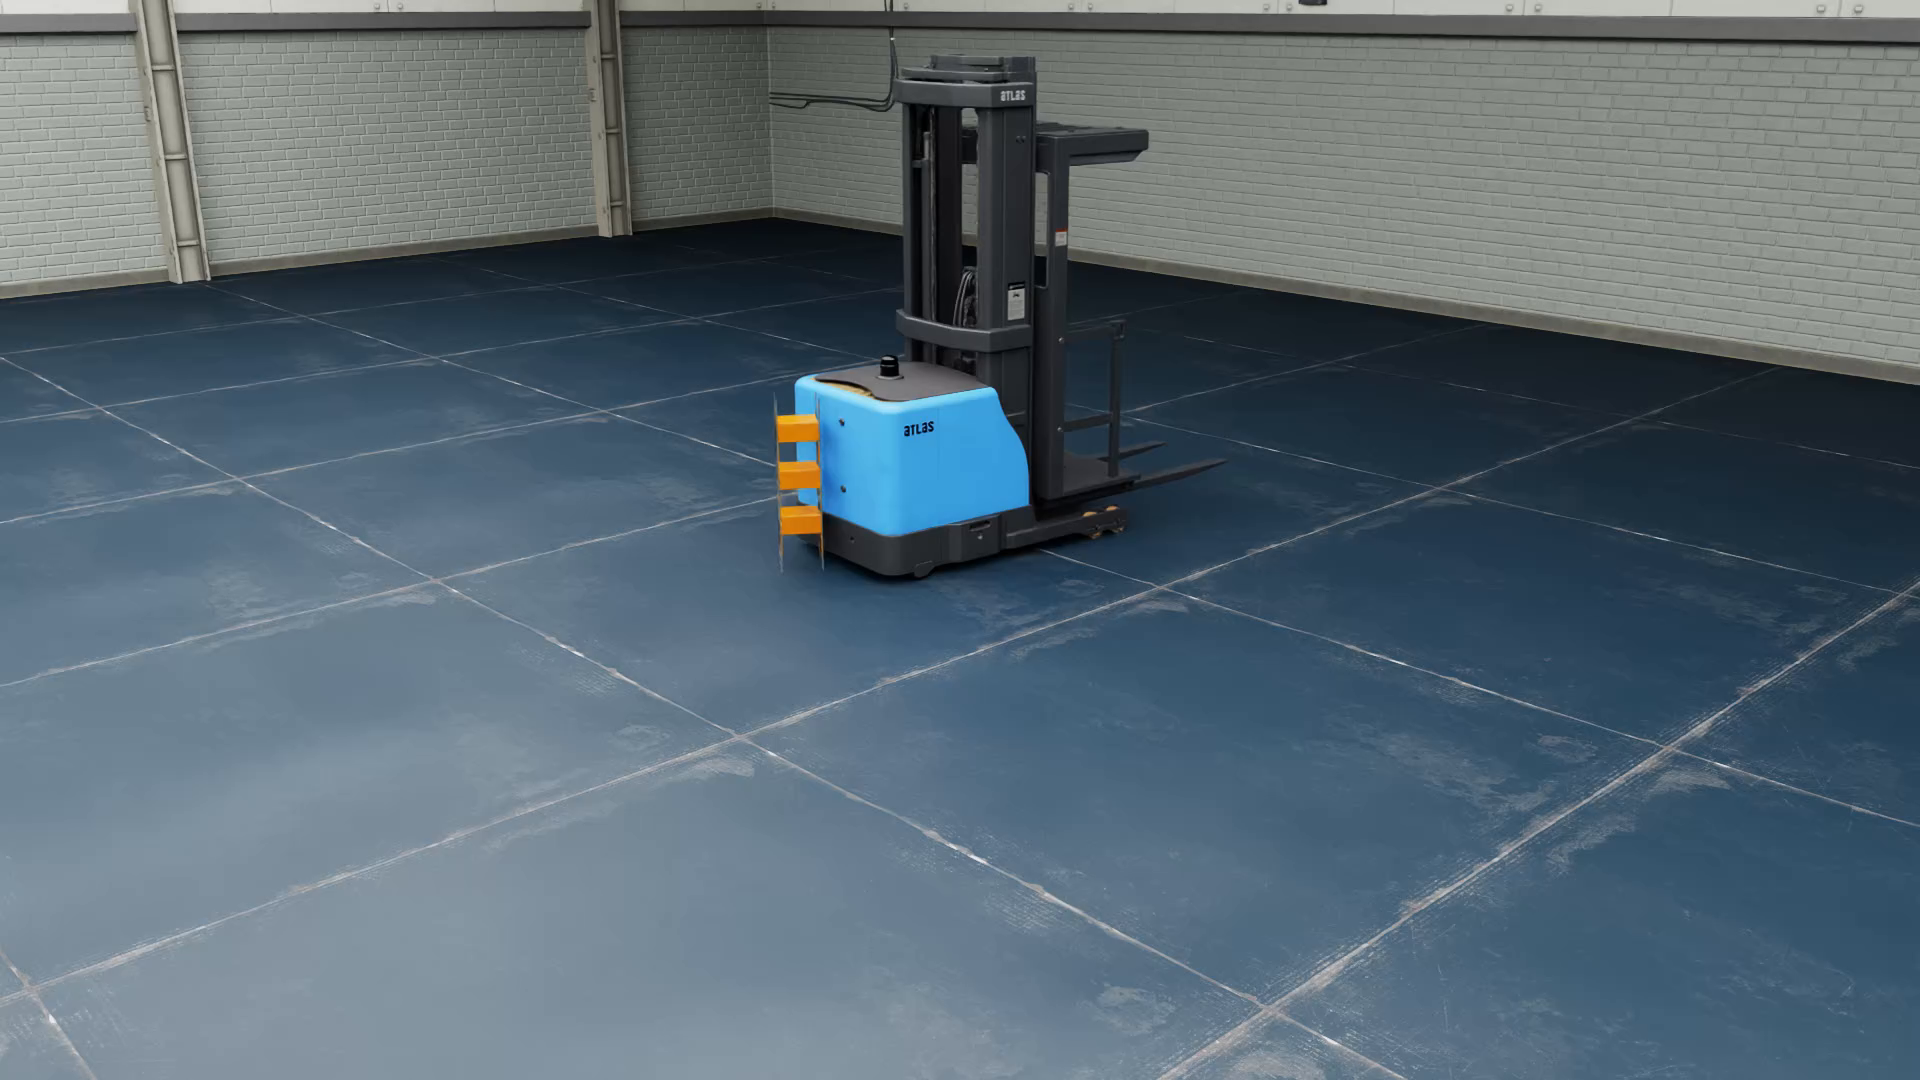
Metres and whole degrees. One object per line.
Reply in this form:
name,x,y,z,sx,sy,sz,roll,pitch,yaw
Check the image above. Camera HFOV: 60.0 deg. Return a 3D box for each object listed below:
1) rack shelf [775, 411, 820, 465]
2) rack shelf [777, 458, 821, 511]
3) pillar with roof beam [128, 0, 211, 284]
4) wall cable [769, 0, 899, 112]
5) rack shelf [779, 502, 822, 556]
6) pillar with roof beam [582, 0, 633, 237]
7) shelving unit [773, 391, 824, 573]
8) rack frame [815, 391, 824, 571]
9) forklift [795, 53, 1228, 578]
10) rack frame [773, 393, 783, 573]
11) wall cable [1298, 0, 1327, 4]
rack shelf,-0.953,-0.600,9.745,0.240,0.259,0.215,-3,18,-9
rack shelf,-0.953,-0.330,9.833,0.240,0.259,0.215,-3,18,-9
pillar with roof beam,-6.407,-6.475,15.865,0.400,9.000,9.100,-16,24,-41
wall cable,-1.956,-7.562,24.252,0.112,2.526,3.097,-16,24,-41
rack shelf,-0.953,-0.066,9.920,0.240,0.259,0.215,-3,18,-9
pillar with roof beam,-2.048,-7.746,19.786,0.400,9.000,9.100,-16,24,-41
shelving unit,-0.953,-0.340,9.830,0.252,1.050,0.215,-3,18,-9
rack frame,-0.833,-0.346,9.850,0.008,1.050,0.200,-3,18,-9
forklift,0.457,-1.522,10.426,3.031,2.935,1.130,-14,22,-36
rack frame,-1.073,-0.334,9.810,0.008,1.050,0.200,-3,18,-9
wall cable,4.555,-8.526,16.677,0.169,6.003,2.305,-16,24,-41
